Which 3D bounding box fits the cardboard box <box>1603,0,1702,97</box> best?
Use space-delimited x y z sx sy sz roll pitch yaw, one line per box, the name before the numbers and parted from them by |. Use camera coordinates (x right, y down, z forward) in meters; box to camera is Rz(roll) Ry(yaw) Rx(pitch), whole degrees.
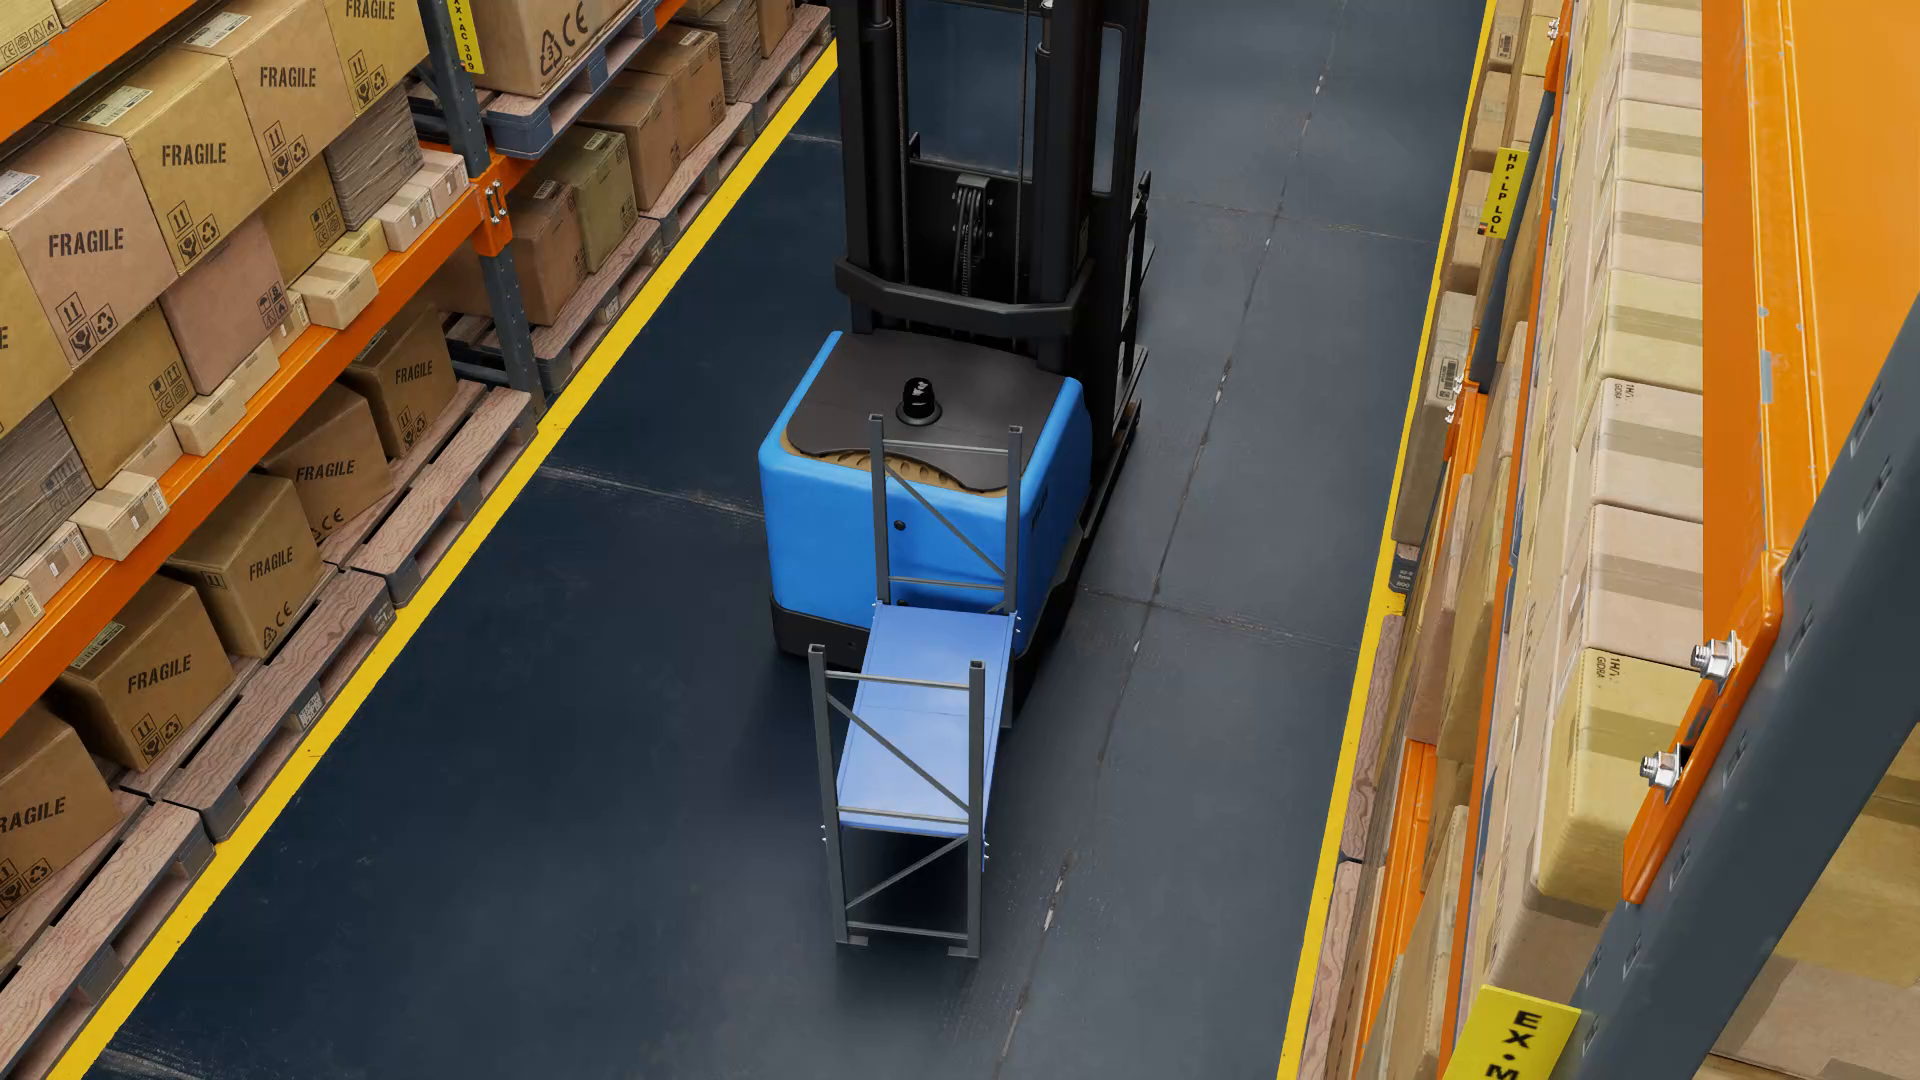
cardboard box | 1.382 -0.892 3.009 0.380 0.149 0.250 12 46 12

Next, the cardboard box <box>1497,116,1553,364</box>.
cardboard box | 2.133 -0.825 4.968 0.875 0.550 0.550 13 46 13

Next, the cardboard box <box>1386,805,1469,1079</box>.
cardboard box | 1.294 0.978 3.126 0.875 0.550 0.550 13 46 13

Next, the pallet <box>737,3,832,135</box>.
pallet | -1.446 -2.891 9.952 1.003 0.211 1.213 13 46 13

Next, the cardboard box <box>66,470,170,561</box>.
cardboard box | -2.770 -0.104 5.291 0.380 0.149 0.250 13 46 13

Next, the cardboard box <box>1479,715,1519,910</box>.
cardboard box | 0.921 0.413 2.245 0.380 0.149 0.250 13 46 13

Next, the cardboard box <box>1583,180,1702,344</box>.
cardboard box | 1.153 -0.383 2.489 0.380 0.149 0.250 13 46 13

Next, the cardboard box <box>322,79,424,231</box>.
cardboard box | -2.614 -1.597 6.352 0.875 0.500 0.500 13 46 13

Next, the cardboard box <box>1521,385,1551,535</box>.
cardboard box | 1.152 -0.098 2.767 0.380 0.149 0.250 12 46 12

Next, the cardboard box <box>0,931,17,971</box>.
cardboard box | -3.425 1.255 5.208 0.500 0.500 0.500 21 48 20

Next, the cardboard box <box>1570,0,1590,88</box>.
cardboard box | 1.613 -1.115 3.807 0.380 0.149 0.250 12 46 12

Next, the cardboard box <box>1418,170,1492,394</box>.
cardboard box | 2.675 -1.045 7.380 1.050 0.750 0.750 13 46 12

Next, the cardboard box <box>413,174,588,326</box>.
cardboard box | -2.213 -1.410 7.918 0.700 0.500 0.500 9 45 9

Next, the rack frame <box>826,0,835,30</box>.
rack frame | -1.208 -4.408 9.509 1.000 3.000 0.127 13 46 13

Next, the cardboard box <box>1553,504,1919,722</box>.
cardboard box | 0.922 0.127 1.968 0.380 0.149 0.250 13 46 13

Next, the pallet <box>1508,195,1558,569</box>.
pallet | 1.648 -0.310 3.240 1.003 0.211 1.213 13 46 13

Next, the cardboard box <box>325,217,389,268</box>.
cardboard box | -2.422 -1.128 6.336 0.380 0.149 0.250 13 46 13

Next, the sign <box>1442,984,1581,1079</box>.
sign | 0.553 0.558 1.713 0.100 0.325 0.005 13 46 13

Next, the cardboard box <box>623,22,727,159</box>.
cardboard box | -1.713 -2.469 9.000 0.700 0.500 0.500 16 47 16

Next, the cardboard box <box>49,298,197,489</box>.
cardboard box | -3.046 -0.592 5.325 0.875 0.500 0.500 13 46 13

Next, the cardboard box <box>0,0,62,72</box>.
cardboard box | -2.781 -1.383 4.380 0.500 0.250 0.500 14 46 14

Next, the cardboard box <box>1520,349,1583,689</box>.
cardboard box | 1.100 0.013 2.369 0.500 0.250 0.500 13 46 13

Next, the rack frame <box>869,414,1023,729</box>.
rack frame | -0.047 0.158 5.915 0.500 1.500 0.032 5 45 5

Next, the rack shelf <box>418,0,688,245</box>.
rack shelf | -1.814 -2.818 8.398 1.077 0.370 4.000 13 46 13

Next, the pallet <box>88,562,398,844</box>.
pallet | -2.957 0.526 6.460 1.003 0.211 1.213 13 46 13

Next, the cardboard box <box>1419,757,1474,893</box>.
cardboard box | 1.691 0.652 4.231 0.875 0.550 0.500 13 46 13

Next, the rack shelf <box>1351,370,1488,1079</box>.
rack shelf | 1.672 0.967 4.531 1.077 0.370 4.000 13 46 13

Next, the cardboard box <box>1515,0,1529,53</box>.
cardboard box | 2.791 -2.408 7.394 0.500 0.500 0.500 13 46 12

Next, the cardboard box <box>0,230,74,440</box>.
cardboard box | -2.896 -0.549 4.566 0.500 0.500 0.500 13 46 13

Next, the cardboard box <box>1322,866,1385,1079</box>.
cardboard box | 1.473 1.599 4.589 0.875 0.875 0.875 12 46 12

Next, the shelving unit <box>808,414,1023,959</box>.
shelving unit | -0.113 0.511 5.555 0.538 1.500 1.048 5 45 5

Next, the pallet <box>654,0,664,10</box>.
pallet | -1.768 -3.011 8.219 1.003 0.211 1.213 13 46 13

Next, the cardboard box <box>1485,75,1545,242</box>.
cardboard box | 2.334 -1.401 6.364 0.500 0.500 0.500 12 46 12

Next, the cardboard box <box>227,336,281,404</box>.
cardboard box | -2.630 -0.624 5.821 0.380 0.149 0.250 13 46 13

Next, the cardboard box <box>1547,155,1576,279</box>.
cardboard box | 1.382 -0.607 3.288 0.380 0.149 0.250 13 46 13

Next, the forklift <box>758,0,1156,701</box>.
forklift | 0.194 -1.467 6.552 1.130 2.935 3.031 13 46 13

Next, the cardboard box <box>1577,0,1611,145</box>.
cardboard box | 1.559 -0.995 3.399 0.500 0.250 0.500 12 46 12

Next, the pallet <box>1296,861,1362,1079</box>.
pallet | 1.605 1.679 5.282 1.003 0.211 1.213 13 46 13

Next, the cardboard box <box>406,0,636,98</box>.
cardboard box | -2.045 -2.606 6.938 1.000 1.000 1.000 13 46 13

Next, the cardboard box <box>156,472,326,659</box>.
cardboard box | -2.858 0.074 6.416 0.500 0.500 0.500 9 45 9

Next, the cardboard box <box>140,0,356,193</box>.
cardboard box | -2.443 -1.549 5.588 0.500 0.500 0.500 13 46 13
